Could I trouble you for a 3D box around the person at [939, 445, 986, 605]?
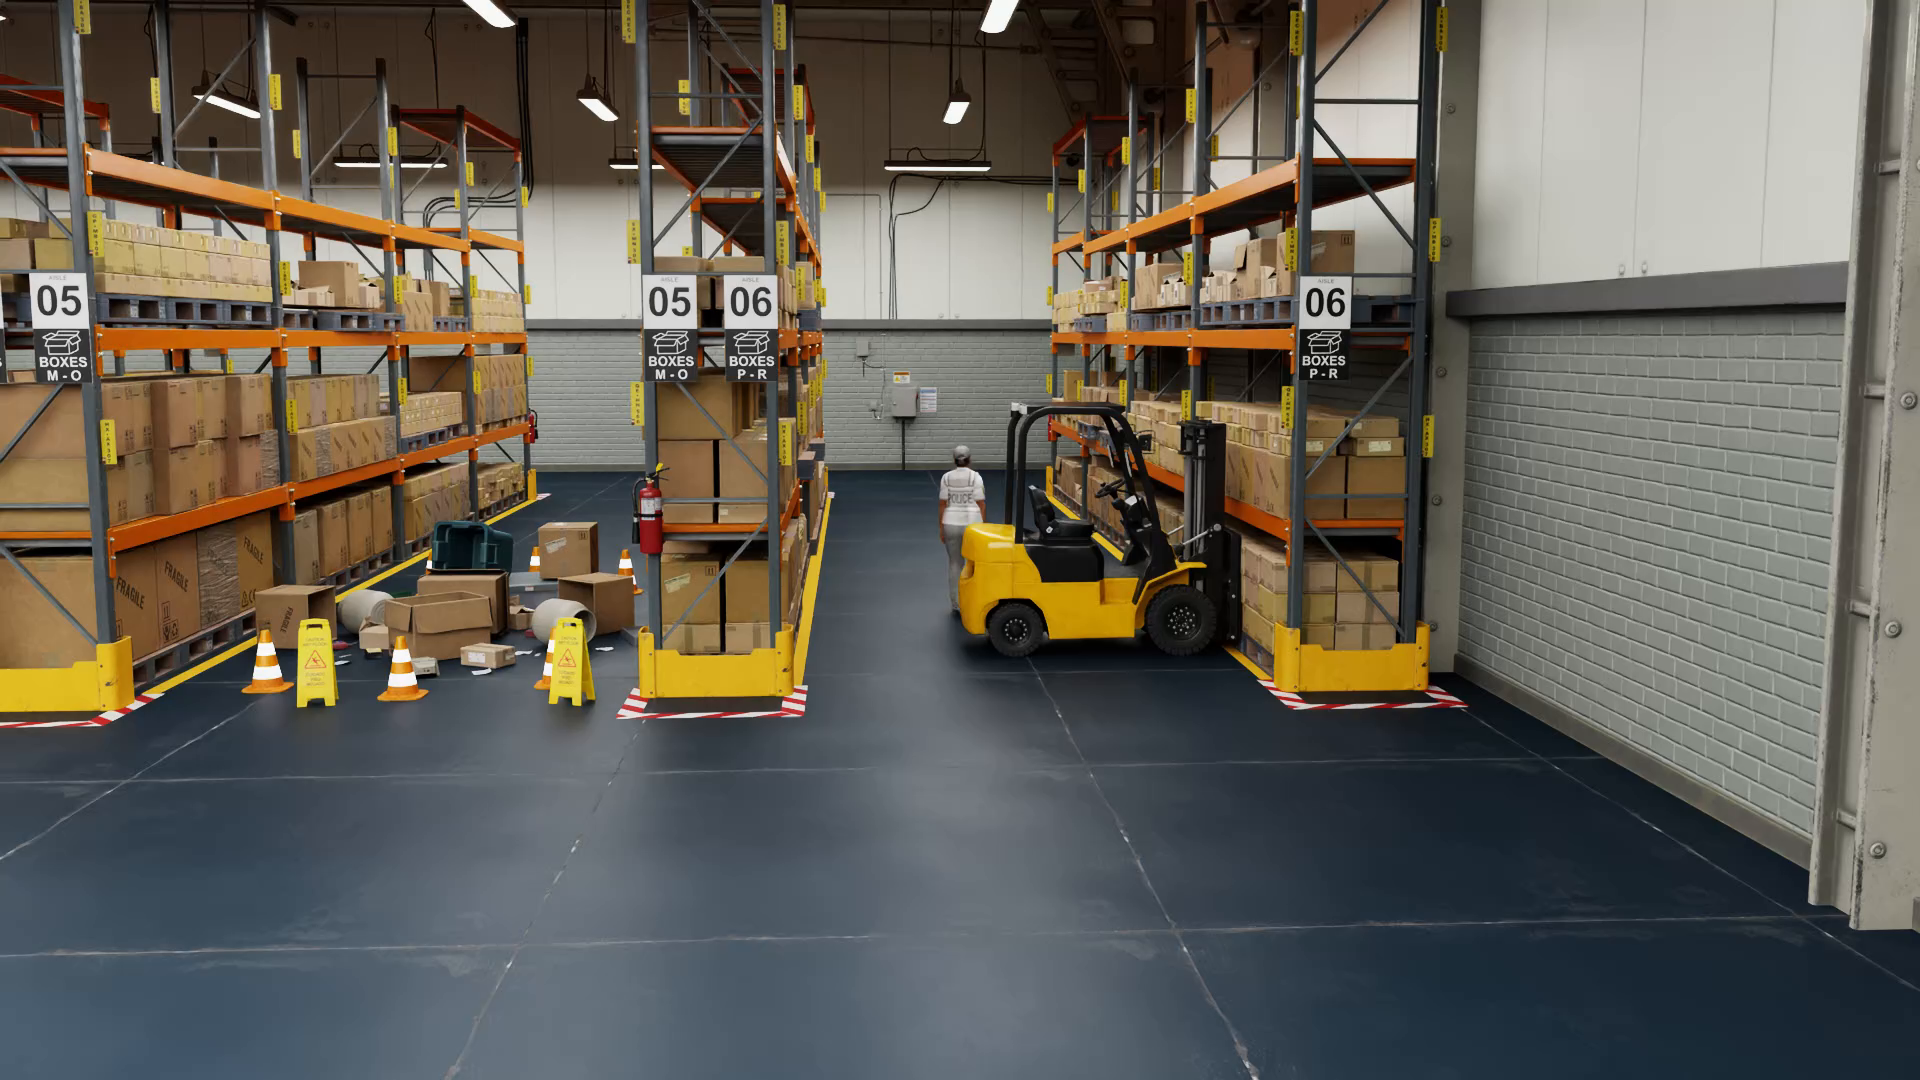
[{"bbox_3d":[0.017,-0.140,16.591,0.485,1.600,0.482,3,7,21],"label":"person"}]
